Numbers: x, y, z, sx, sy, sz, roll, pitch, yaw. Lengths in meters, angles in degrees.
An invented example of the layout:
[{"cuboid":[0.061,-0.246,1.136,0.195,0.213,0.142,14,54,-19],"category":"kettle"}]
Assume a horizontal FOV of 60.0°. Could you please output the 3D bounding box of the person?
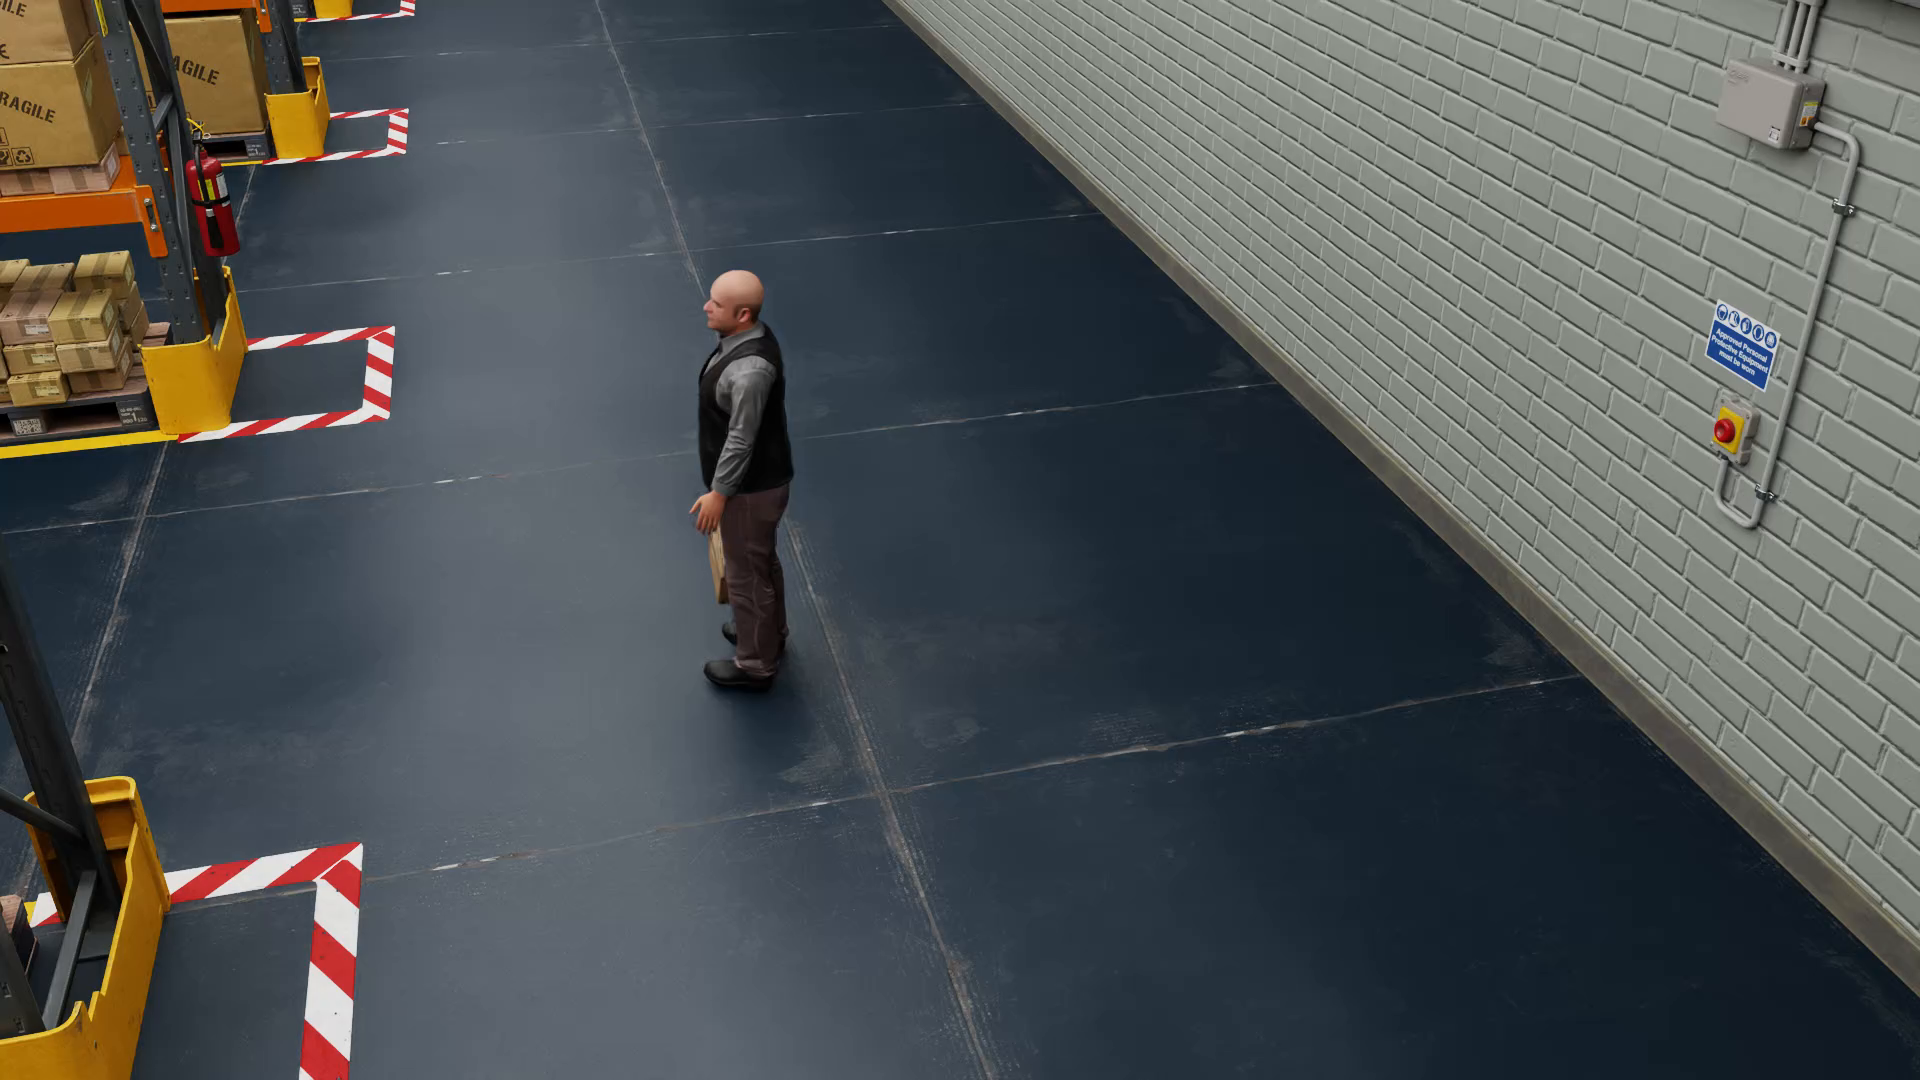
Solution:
[{"cuboid":[-0.856,-0.228,6.499,0.414,1.737,0.559,-3,30,-5],"category":"person"}]
